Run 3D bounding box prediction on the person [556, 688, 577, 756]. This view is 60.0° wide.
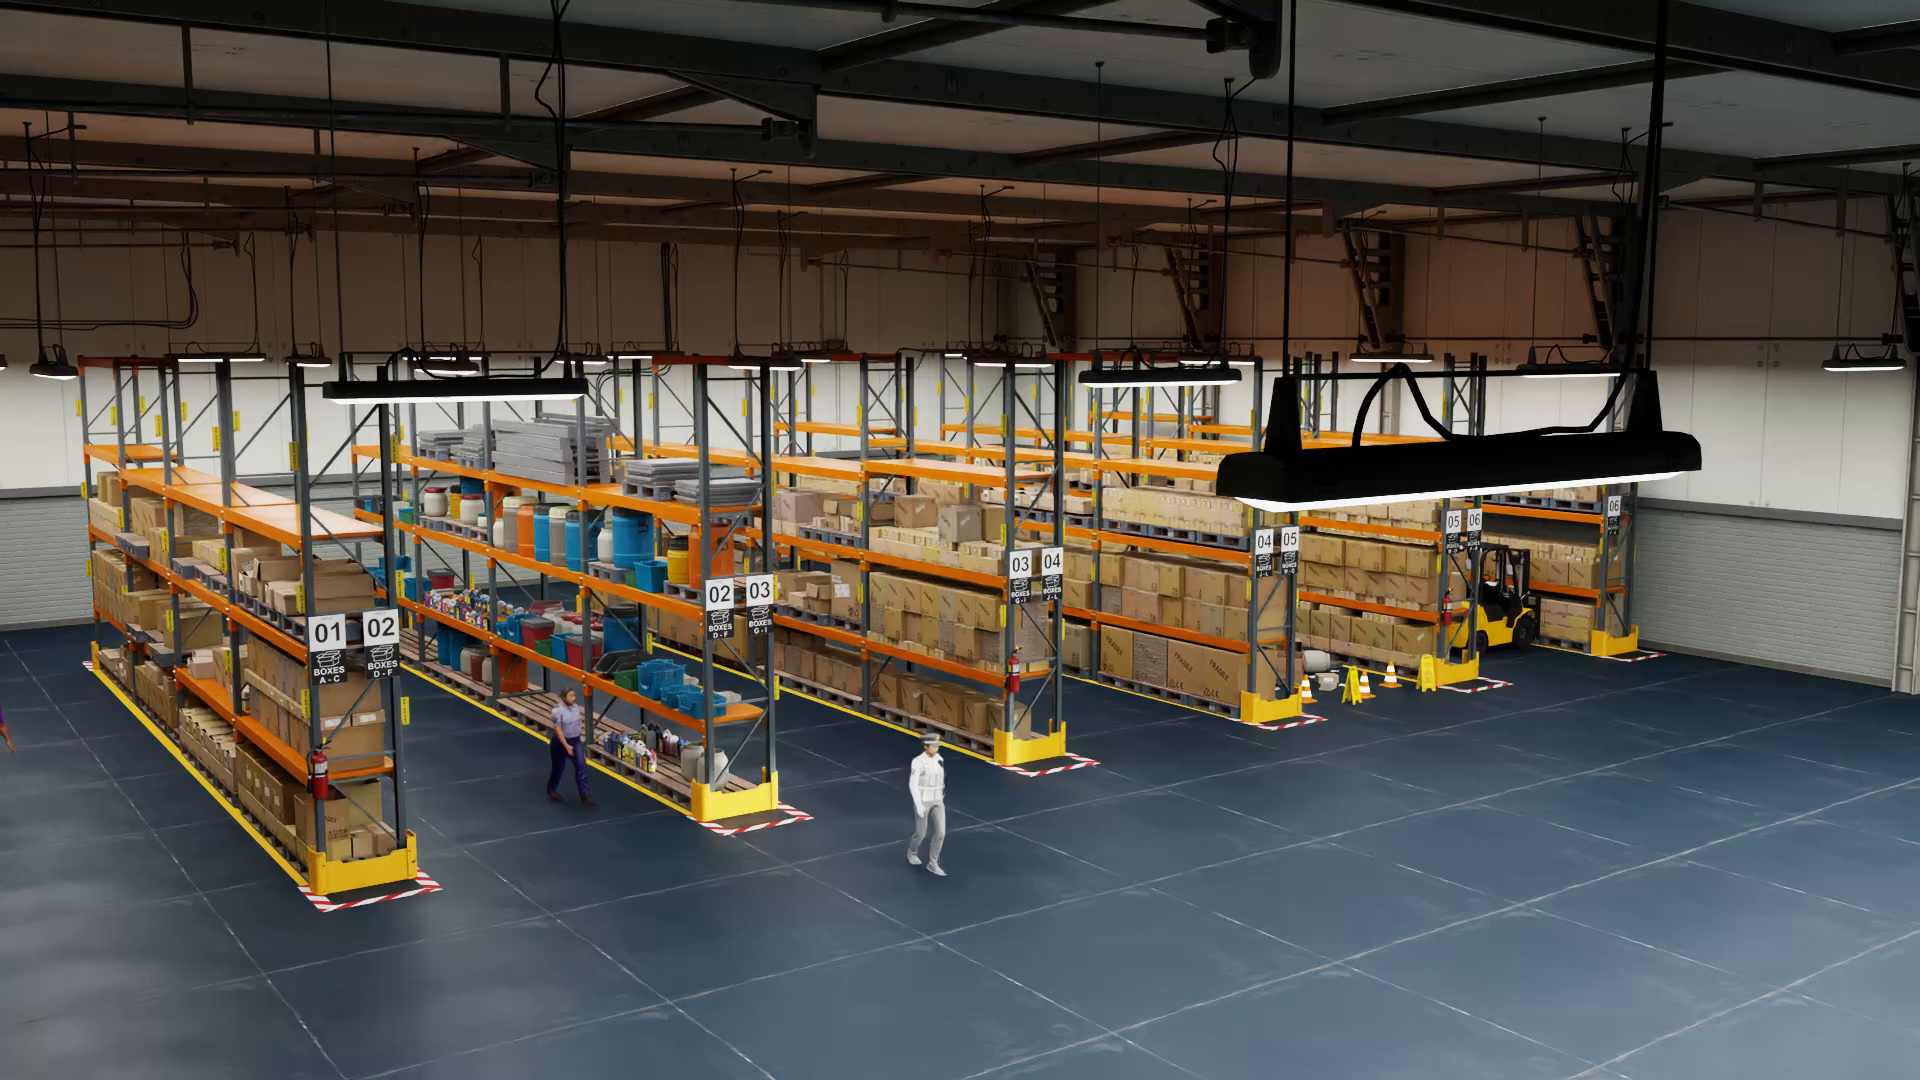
[{"bbox_3d":[-5.332,2.503,22.694,0.415,0.956,0.456,6,9,39],"label":"person"}]

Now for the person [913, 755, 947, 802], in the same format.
[{"bbox_3d":[-0.364,2.838,19.800,0.408,0.574,0.312,-6,9,-40],"label":"person"}]
